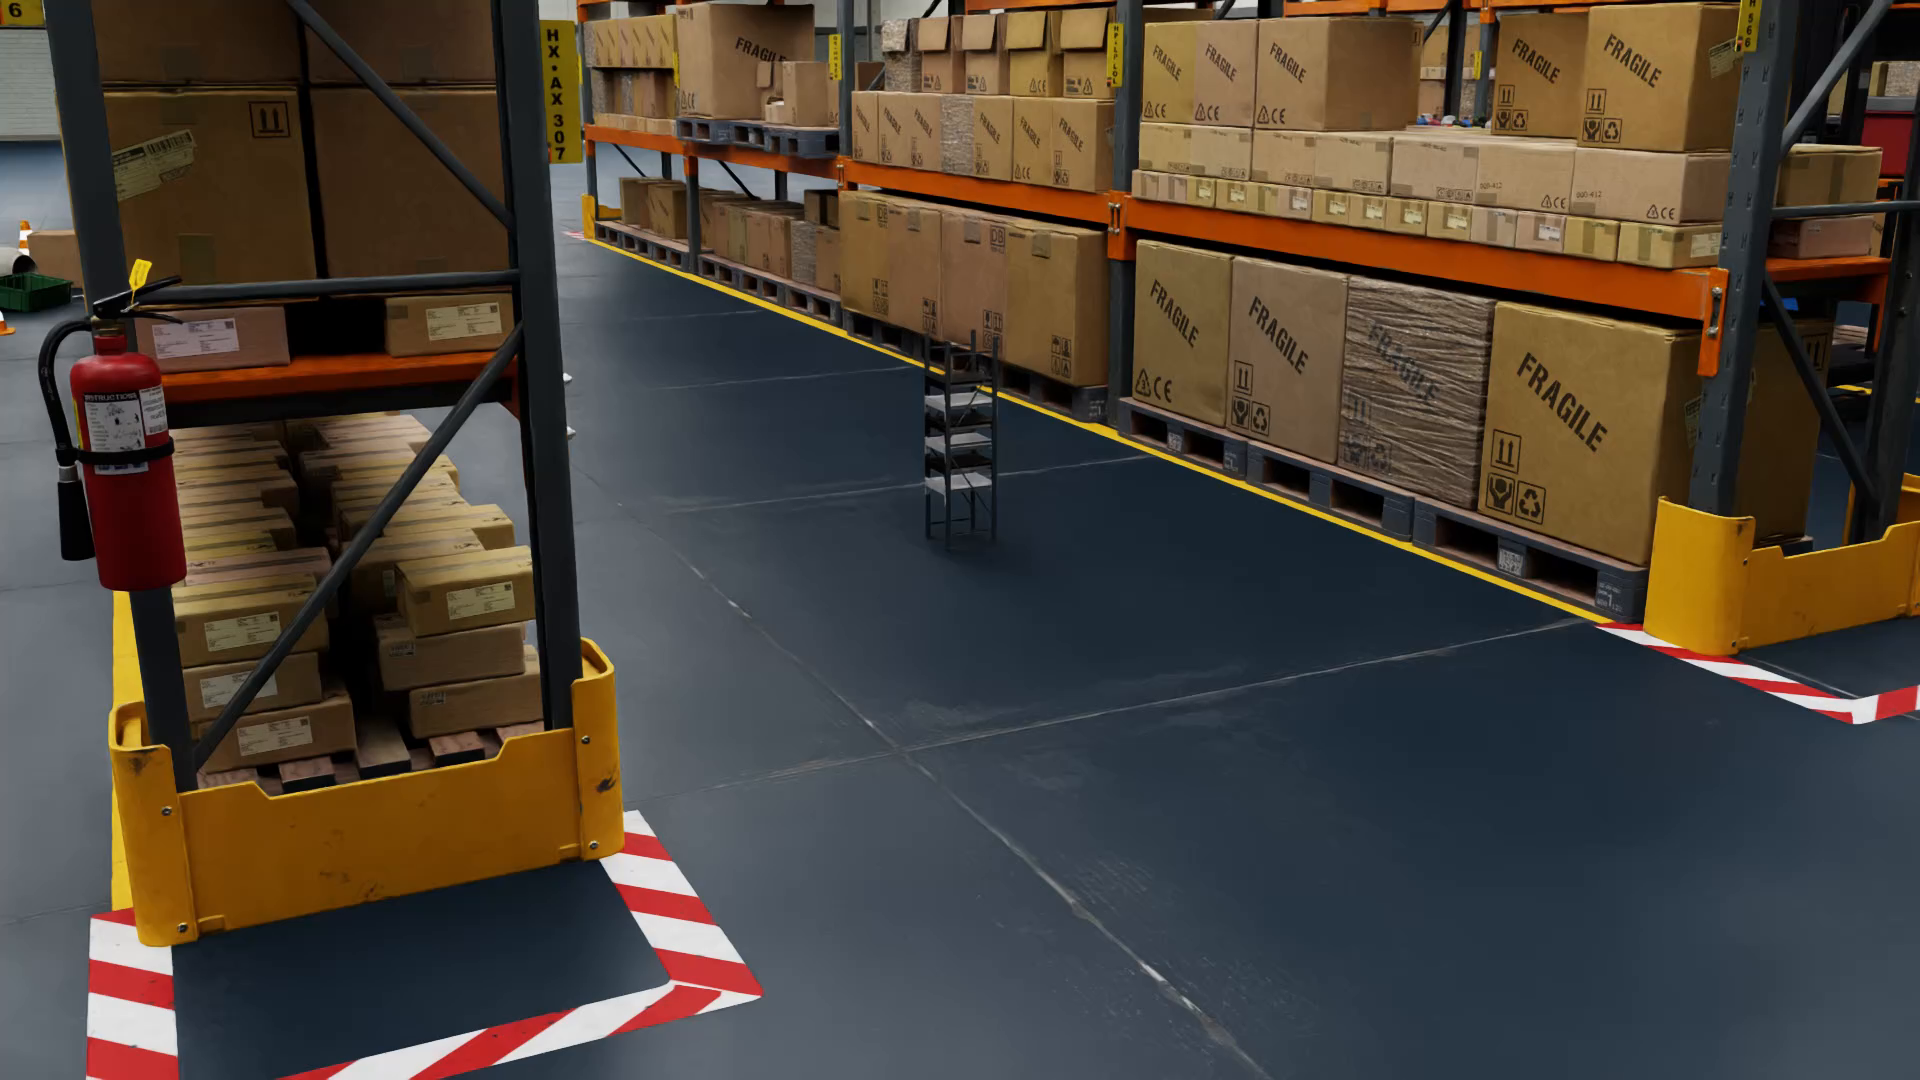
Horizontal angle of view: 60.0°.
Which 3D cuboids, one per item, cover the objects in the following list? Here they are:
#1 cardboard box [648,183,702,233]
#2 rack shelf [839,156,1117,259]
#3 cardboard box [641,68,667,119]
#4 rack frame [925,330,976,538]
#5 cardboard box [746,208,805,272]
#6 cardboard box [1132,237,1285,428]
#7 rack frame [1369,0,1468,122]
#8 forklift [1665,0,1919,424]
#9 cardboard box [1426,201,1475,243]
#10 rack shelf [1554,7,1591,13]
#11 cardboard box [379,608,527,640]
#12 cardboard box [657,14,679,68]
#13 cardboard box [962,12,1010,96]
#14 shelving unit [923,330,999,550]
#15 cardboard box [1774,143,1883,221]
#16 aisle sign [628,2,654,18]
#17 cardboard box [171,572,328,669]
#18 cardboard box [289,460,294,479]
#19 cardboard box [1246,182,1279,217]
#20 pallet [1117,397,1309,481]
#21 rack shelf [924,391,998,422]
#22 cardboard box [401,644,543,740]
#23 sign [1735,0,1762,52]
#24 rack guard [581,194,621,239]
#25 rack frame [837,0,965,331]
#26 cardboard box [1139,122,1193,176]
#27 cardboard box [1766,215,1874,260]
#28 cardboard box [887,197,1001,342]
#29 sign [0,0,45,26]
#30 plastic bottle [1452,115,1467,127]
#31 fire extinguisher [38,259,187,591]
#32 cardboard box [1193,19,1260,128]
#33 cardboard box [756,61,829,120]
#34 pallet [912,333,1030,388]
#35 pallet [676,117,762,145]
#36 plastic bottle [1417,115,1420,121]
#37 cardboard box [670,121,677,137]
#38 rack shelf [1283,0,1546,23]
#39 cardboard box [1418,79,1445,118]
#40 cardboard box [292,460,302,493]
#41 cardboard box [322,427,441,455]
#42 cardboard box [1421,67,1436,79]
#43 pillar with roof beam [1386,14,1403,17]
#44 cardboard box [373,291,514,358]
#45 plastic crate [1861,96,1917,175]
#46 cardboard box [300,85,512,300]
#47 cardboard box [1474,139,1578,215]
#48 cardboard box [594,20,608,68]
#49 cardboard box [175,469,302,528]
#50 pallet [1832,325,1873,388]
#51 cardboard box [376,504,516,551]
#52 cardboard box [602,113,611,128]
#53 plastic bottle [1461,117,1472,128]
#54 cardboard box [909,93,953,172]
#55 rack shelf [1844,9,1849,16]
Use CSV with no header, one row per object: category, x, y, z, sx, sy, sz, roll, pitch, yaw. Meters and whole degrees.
cardboard box,-3.134,-3.655,18.321,0.500,0.500,0.500,-6,17,-20
rack shelf,0.438,-2.288,11.090,1.077,0.370,4.000,-8,18,-25
cardboard box,-2.829,-4.672,17.372,0.875,0.500,0.500,-8,18,-25
rack frame,-0.041,-0.456,7.207,0.240,0.900,0.006,-8,18,-25
cardboard box,-1.503,-2.718,15.017,0.700,0.500,0.500,-9,19,-30
cardboard box,1.532,-1.145,8.894,0.875,0.875,0.875,-8,18,-25
rack frame,4.014,-3.728,14.805,1.000,3.000,0.127,-8,18,-25
forklift,4.769,-2.190,9.568,3.031,2.935,1.130,-9,18,-29
cardboard box,2.166,-1.327,6.892,0.380,0.149,0.250,-8,18,-26
rack shelf,10.292,-7.509,23.847,1.077,0.370,4.000,-8,18,-25
cardboard box,-1.504,0.218,4.921,0.380,0.149,0.250,-8,18,-25
cardboard box,-2.635,-4.872,16.256,0.500,0.500,0.500,-8,18,-25
cardboard box,0.451,-3.149,10.788,0.797,0.503,0.637,-7,17,-23
shelving unit,0.004,-0.431,7.120,0.258,0.900,0.210,-8,18,-25
cardboard box,3.099,-1.369,6.315,0.500,0.250,0.500,-8,18,-26
aisle sign,-3.700,-6.415,19.453,0.394,0.787,0.004,-8,18,-25
cardboard box,-1.896,0.210,4.409,0.380,0.149,0.250,-7,18,-24
cardboard box,-2.672,-0.265,7.142,0.380,0.149,0.250,-7,17,-23
cardboard box,1.605,-1.645,8.000,0.380,0.149,0.250,-8,18,-26
pallet,1.577,-0.600,8.958,1.003,0.211,1.213,-8,18,-25
rack shelf,0.004,-0.572,7.079,0.258,0.077,0.200,-8,18,-25
cardboard box,-1.378,0.428,4.728,0.380,0.149,0.250,-7,18,-24
sign,2.573,-1.754,5.398,0.100,0.325,0.005,-8,18,-25
rack guard,-3.909,-3.893,19.911,1.175,0.500,0.348,-8,18,-25
rack frame,-0.438,-3.130,12.719,1.000,3.000,0.127,-8,18,-25
cardboard box,1.285,-2.061,8.726,0.500,0.250,0.500,-8,18,-26
cardboard box,3.208,-1.153,6.287,0.380,0.149,0.250,-7,18,-24
cardboard box,0.229,-1.915,11.576,1.225,0.875,0.875,-8,18,-25
sign,-1.944,-1.218,3.386,0.100,0.325,0.005,-8,18,-25
plastic bottle,4.134,-3.372,13.776,0.061,0.283,0.133,-8,18,-25
fire extinguisher,-1.741,-0.237,3.456,0.296,0.674,0.183,-8,18,-25
cardboard box,1.503,-2.297,8.189,0.500,0.500,0.500,-8,18,-25
cardboard box,-1.348,-3.955,14.644,0.797,0.503,0.637,-6,17,-19
pallet,0.370,-1.283,11.338,1.003,0.211,1.213,-8,18,-25
pallet,-1.986,-3.822,15.480,1.003,0.211,1.213,-8,18,-25
plastic bottle,3.913,-3.522,14.312,0.152,0.276,0.135,-8,18,-25
cardboard box,-2.650,-4.082,16.492,0.380,0.149,0.250,-8,18,-25
rack shelf,5.840,-6.910,21.757,1.077,0.370,4.000,-8,18,-25
cardboard box,6.280,-5.605,21.164,0.700,0.500,0.500,-8,18,-25
cardboard box,-2.480,-0.295,6.707,0.380,0.149,0.250,-7,18,-24
cardboard box,-2.161,-0.310,6.221,0.380,0.149,0.250,-8,18,-27
cardboard box,6.065,-5.910,21.051,0.380,0.149,0.250,-8,18,-25
pillar with roof beam,4.001,-10.691,28.193,9.100,9.000,0.400,-8,18,-25
cardboard box,-1.283,-0.571,4.258,0.380,0.149,0.250,-8,18,-25
plastic crate,5.933,-2.544,10.454,0.402,0.464,0.583,-8,18,-25
cardboard box,-1.384,-0.908,4.255,0.500,0.500,0.500,-7,17,-22
cardboard box,2.394,-1.431,6.532,0.500,0.250,0.500,-8,18,-26
cardboard box,-3.734,-5.491,18.414,0.500,0.500,0.500,-8,18,-25
cardboard box,-2.422,-0.119,5.555,0.380,0.149,0.250,-8,18,-27
pallet,6.124,-1.219,11.114,1.003,0.211,1.213,-8,18,-25
cardboard box,-1.584,0.008,5.114,0.380,0.149,0.250,-8,18,-25
cardboard box,-3.844,-4.765,18.873,0.380,0.149,0.250,-8,18,-25
plastic bottle,4.197,-3.381,13.827,0.097,0.271,0.097,0,16,0
cardboard box,-0.014,-2.770,11.285,0.500,0.500,0.500,-8,18,-26
rack shelf,9.345,-4.926,14.845,1.077,0.370,4.000,-8,18,-25
